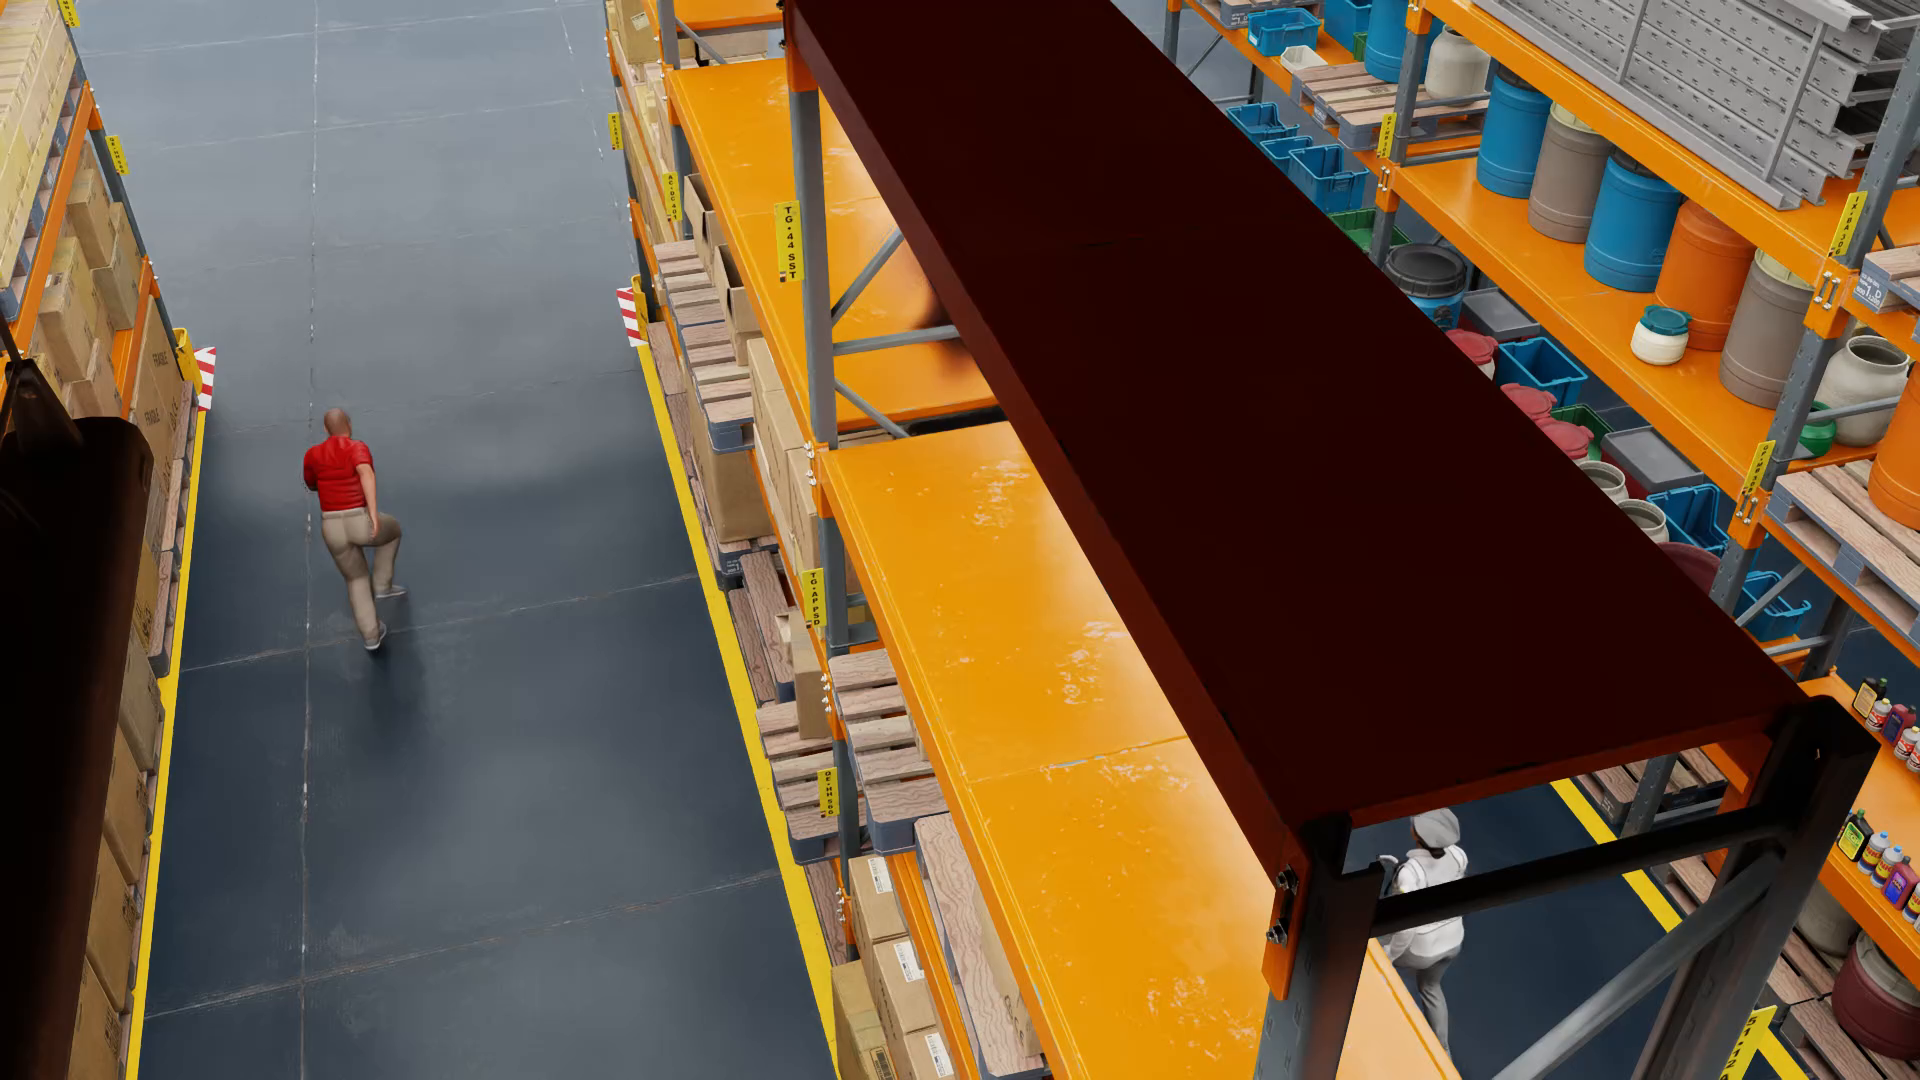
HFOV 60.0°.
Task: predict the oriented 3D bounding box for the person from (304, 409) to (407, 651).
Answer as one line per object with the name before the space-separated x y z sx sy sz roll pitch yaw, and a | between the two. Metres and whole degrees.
person | -4.285 -0.109 11.723 0.627 1.516 1.134 -3 38 -3

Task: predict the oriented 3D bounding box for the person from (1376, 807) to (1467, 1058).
person | 2.450 2.088 8.921 0.608 1.576 0.789 -18 42 -21
